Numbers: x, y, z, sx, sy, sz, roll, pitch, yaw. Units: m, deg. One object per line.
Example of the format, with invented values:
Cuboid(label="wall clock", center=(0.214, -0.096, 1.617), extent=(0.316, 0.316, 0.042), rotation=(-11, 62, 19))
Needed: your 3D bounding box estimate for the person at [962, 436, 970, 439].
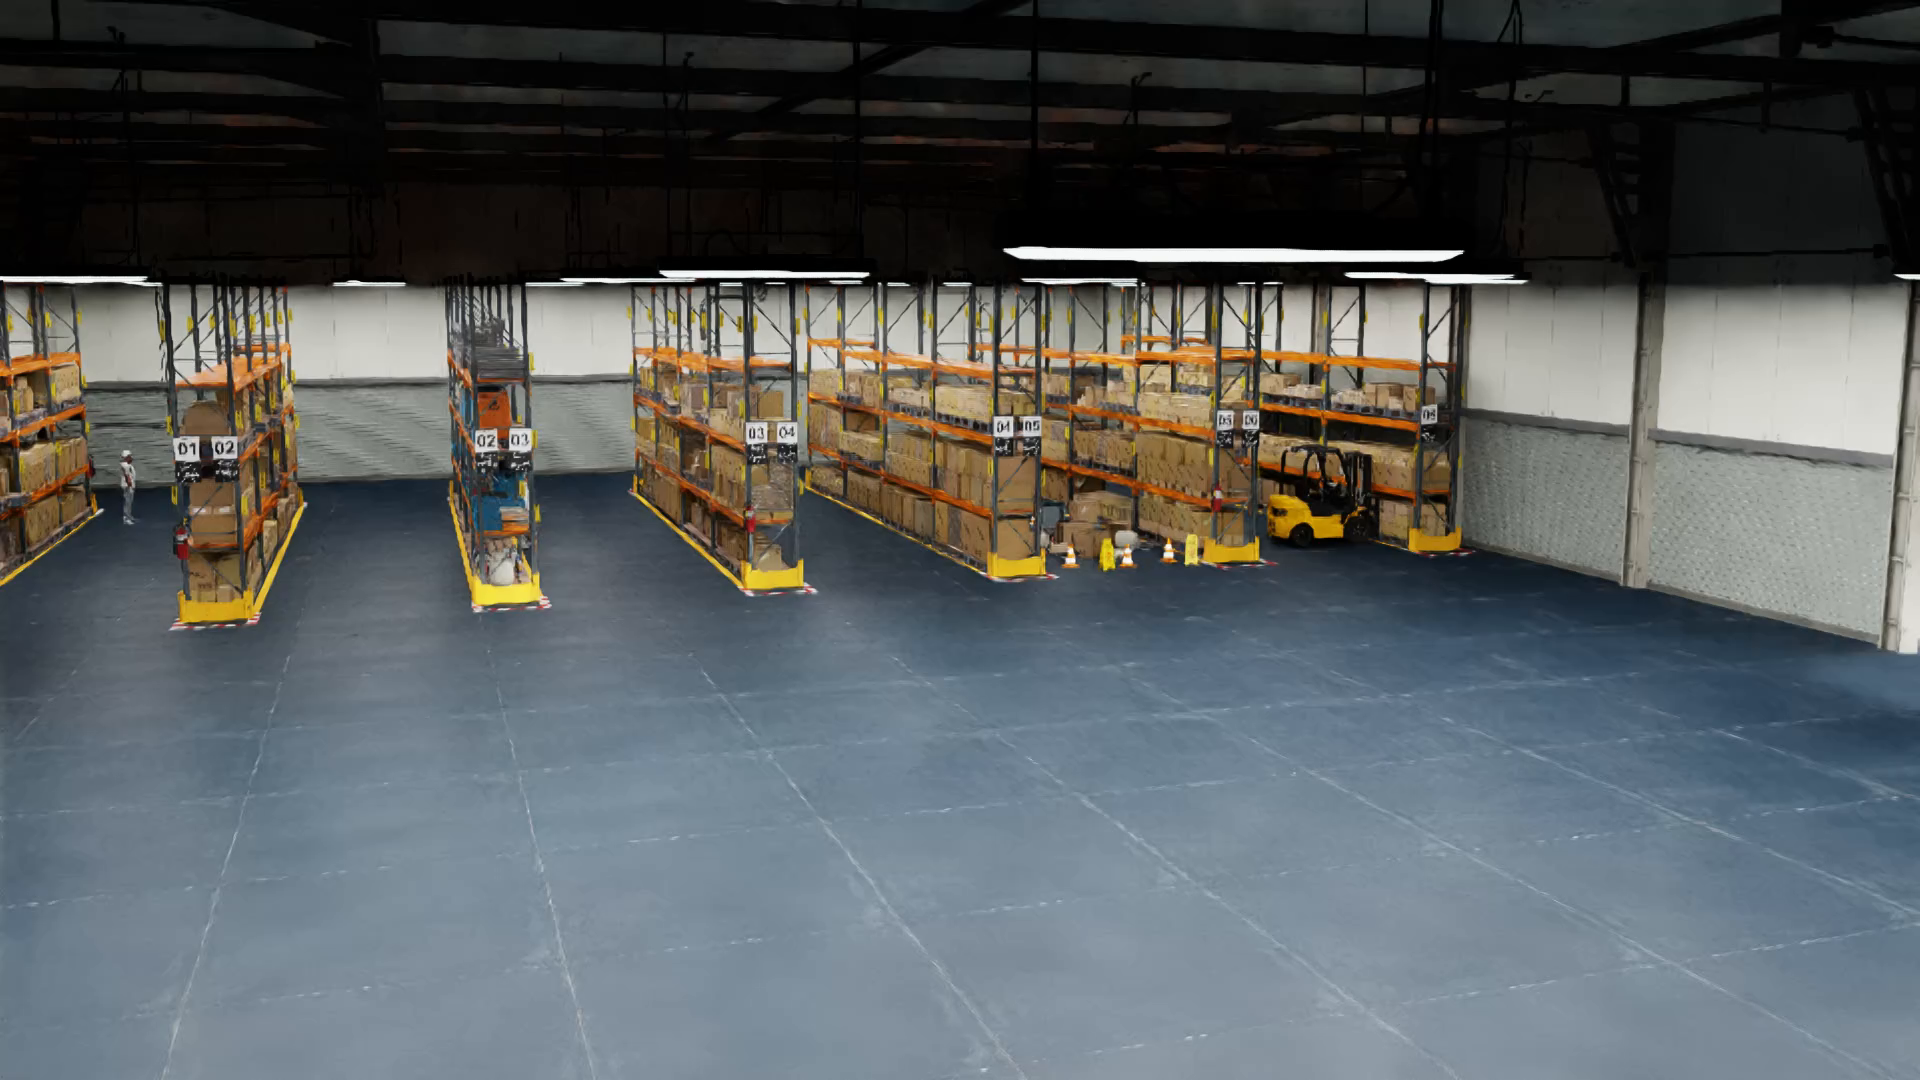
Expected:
Cuboid(label="person", center=(0.177, -2.238, 47.006), extent=(0.407, 1.749, 0.650), rotation=(-1, 9, -8))

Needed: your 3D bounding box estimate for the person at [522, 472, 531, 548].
Cuboid(label="person", center=(-9.688, -0.697, 37.025), extent=(0.362, 1.684, 0.603), rotation=(-3, 9, -21))

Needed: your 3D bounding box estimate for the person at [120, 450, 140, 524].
Cuboid(label="person", center=(-20.308, -1.307, 40.639), extent=(0.402, 1.786, 0.683), rotation=(-5, 10, -29))
